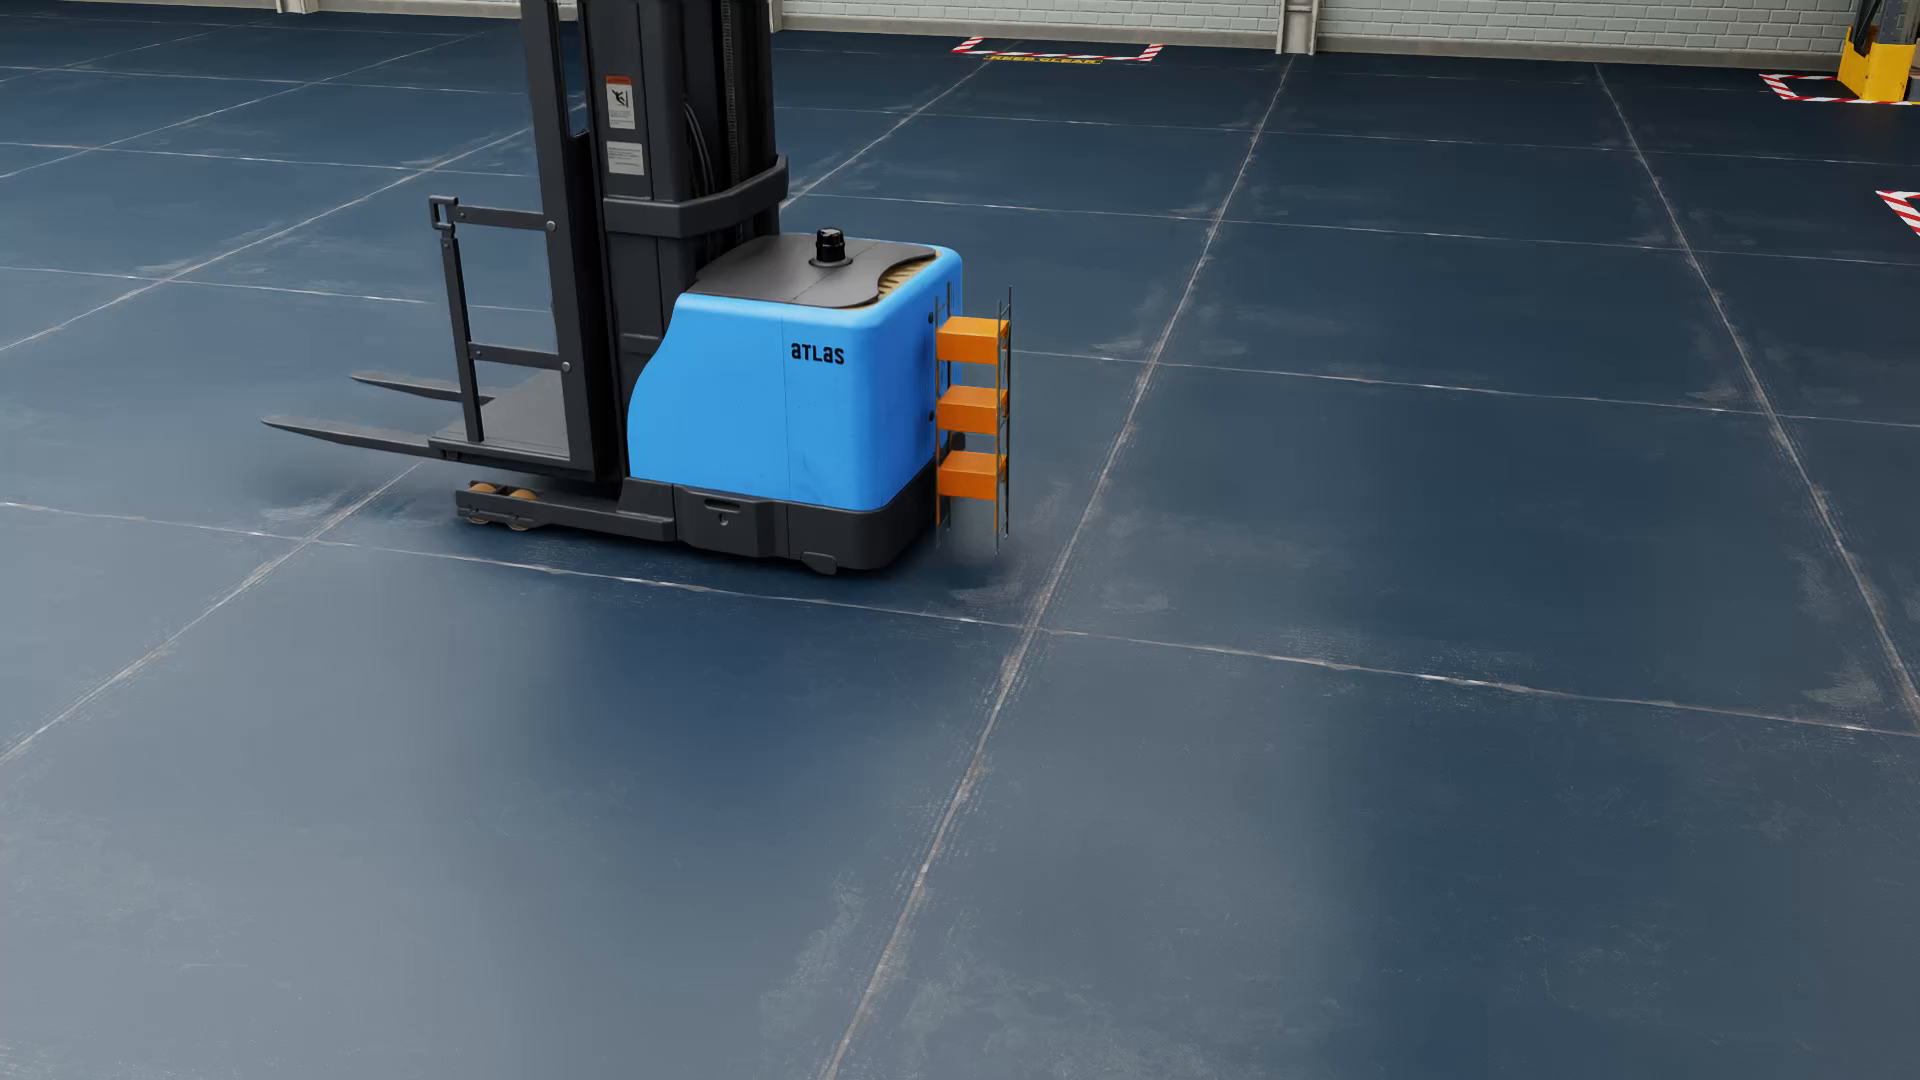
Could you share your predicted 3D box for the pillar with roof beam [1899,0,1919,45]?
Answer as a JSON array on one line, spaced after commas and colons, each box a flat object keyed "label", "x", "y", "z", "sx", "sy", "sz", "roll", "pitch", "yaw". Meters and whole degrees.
[{"label": "pillar with roof beam", "x": 8.293, "y": -6.795, "z": 10.554, "sx": 0.400, "sy": 9.000, "sz": 9.100, "roll": 6, "pitch": 26, "yaw": 13}]

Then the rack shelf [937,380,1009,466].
[{"label": "rack shelf", "x": 0.052, "y": -0.459, "z": 6.517, "sx": 0.240, "sy": 0.259, "sz": 0.215, "roll": 6, "pitch": 26, "yaw": 13}]

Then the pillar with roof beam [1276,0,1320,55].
[{"label": "pillar with roof beam", "x": 2.482, "y": -7.437, "z": 11.903, "sx": 0.400, "sy": 9.000, "sz": 9.100, "roll": 6, "pitch": 26, "yaw": 13}]

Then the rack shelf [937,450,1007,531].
[{"label": "rack shelf", "x": 0.052, "y": -0.208, "z": 6.636, "sx": 0.240, "sy": 0.259, "sz": 0.215, "roll": 6, "pitch": 26, "yaw": 13}]

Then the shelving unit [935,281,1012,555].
[{"label": "shelving unit", "x": 0.052, "y": -0.468, "z": 6.512, "sx": 0.252, "sy": 1.050, "sz": 0.215, "roll": 6, "pitch": 26, "yaw": 13}]

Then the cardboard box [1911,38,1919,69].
[{"label": "cardboard box", "x": 9.119, "y": -4.467, "z": 15.258, "sx": 0.500, "sy": 0.311, "sz": 0.500, "roll": 3, "pitch": 26, "yaw": 7}]

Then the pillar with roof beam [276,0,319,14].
[{"label": "pillar with roof beam", "x": -9.140, "y": -8.722, "z": 14.602, "sx": 0.400, "sy": 9.000, "sz": 9.100, "roll": 6, "pitch": 26, "yaw": 13}]

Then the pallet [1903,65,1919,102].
[{"label": "pallet", "x": 9.323, "y": -4.225, "z": 15.378, "sx": 1.213, "sy": 0.211, "sz": 1.003, "roll": 6, "pitch": 26, "yaw": 13}]

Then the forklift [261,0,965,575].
[{"label": "forklift", "x": -1.550, "y": -1.563, "z": 6.622, "sx": 3.031, "sy": 2.935, "sz": 1.130, "roll": 9, "pitch": 27, "yaw": 18}]

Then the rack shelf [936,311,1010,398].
[{"label": "rack shelf", "x": 0.052, "y": -0.715, "z": 6.395, "sx": 0.240, "sy": 0.259, "sz": 0.215, "roll": 6, "pitch": 26, "yaw": 13}]

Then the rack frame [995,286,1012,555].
[{"label": "rack frame", "x": 0.170, "y": -0.455, "z": 6.485, "sx": 0.008, "sy": 1.050, "sz": 0.200, "roll": 6, "pitch": 26, "yaw": 13}]

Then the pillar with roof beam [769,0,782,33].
[{"label": "pillar with roof beam", "x": -3.329, "y": -8.080, "z": 13.253, "sx": 0.400, "sy": 9.000, "sz": 9.100, "roll": 6, "pitch": 26, "yaw": 13}]

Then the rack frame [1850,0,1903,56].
[{"label": "rack frame", "x": 8.471, "y": -5.593, "z": 15.009, "sx": 0.127, "sy": 3.000, "sz": 1.000, "roll": 6, "pitch": 26, "yaw": 13}]

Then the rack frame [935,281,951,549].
[{"label": "rack frame", "x": -0.066, "y": -0.481, "z": 6.540, "sx": 0.008, "sy": 1.050, "sz": 0.200, "roll": 6, "pitch": 26, "yaw": 13}]

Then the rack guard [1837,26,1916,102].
[{"label": "rack guard", "x": 8.545, "y": -4.457, "z": 15.529, "sx": 0.348, "sy": 0.500, "sz": 1.175, "roll": 6, "pitch": 26, "yaw": 13}]
